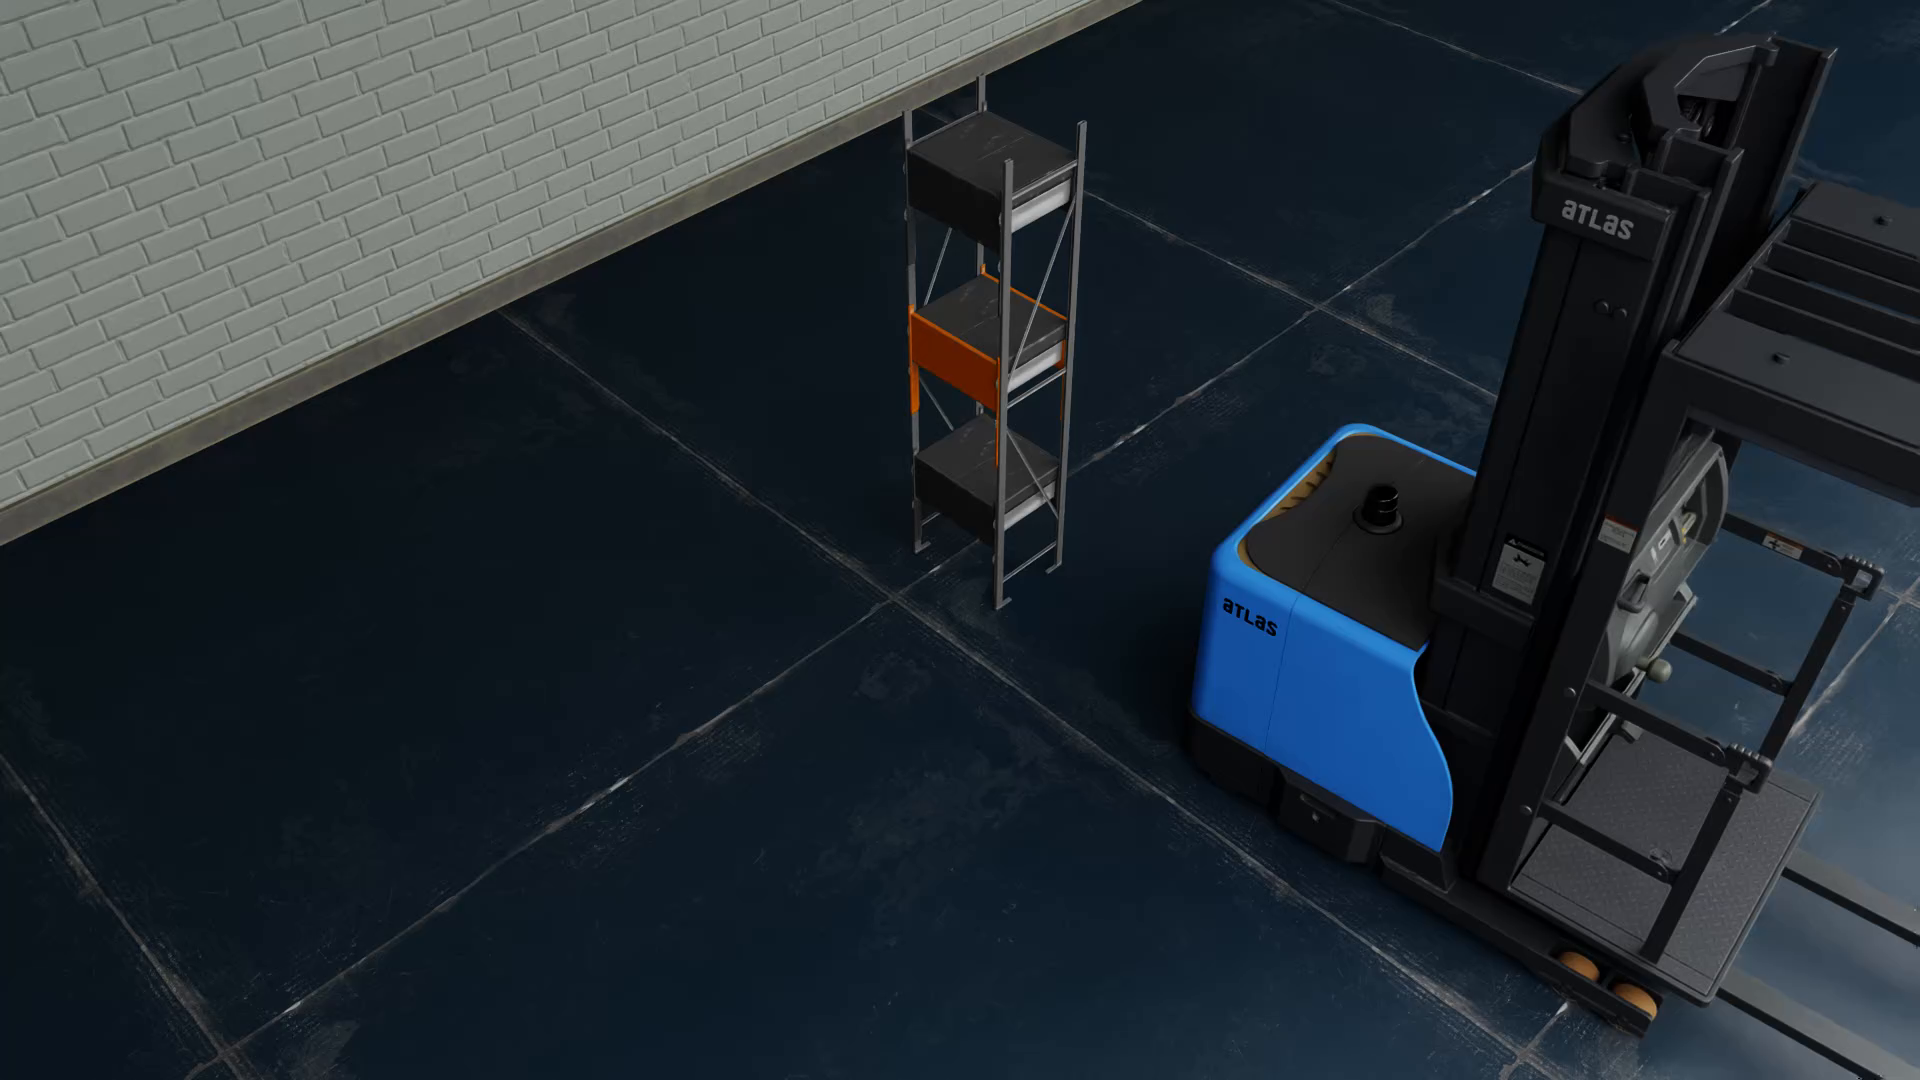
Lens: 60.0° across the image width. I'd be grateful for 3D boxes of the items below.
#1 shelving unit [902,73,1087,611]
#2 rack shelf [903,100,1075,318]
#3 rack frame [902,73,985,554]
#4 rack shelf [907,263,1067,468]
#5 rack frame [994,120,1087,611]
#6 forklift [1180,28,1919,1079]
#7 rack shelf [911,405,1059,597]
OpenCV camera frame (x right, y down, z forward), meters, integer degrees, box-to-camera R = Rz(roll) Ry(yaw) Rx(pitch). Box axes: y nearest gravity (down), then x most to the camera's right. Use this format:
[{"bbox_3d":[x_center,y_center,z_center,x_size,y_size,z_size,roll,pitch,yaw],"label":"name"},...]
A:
[{"bbox_3d":[0.117,-0.692,6.451,0.431,2.100,0.503,-34,53,-31],"label":"shelving unit"},{"bbox_3d":[0.117,-1.196,5.986,0.431,0.518,0.480,-34,53,-31],"label":"rack shelf"},{"bbox_3d":[-0.055,-0.809,6.578,0.400,2.100,0.015,-34,53,-31],"label":"rack frame"},{"bbox_3d":[0.117,-0.682,6.461,0.431,0.518,0.480,-34,53,-31],"label":"rack shelf"},{"bbox_3d":[0.289,-0.574,6.324,0.400,2.100,0.015,-34,53,-31],"label":"rack frame"},{"bbox_3d":[2.298,0.139,4.940,3.031,2.935,1.130,29,50,28],"label":"forklift"},{"bbox_3d":[0.117,-0.167,6.936,0.431,0.518,0.480,-34,53,-31],"label":"rack shelf"}]
